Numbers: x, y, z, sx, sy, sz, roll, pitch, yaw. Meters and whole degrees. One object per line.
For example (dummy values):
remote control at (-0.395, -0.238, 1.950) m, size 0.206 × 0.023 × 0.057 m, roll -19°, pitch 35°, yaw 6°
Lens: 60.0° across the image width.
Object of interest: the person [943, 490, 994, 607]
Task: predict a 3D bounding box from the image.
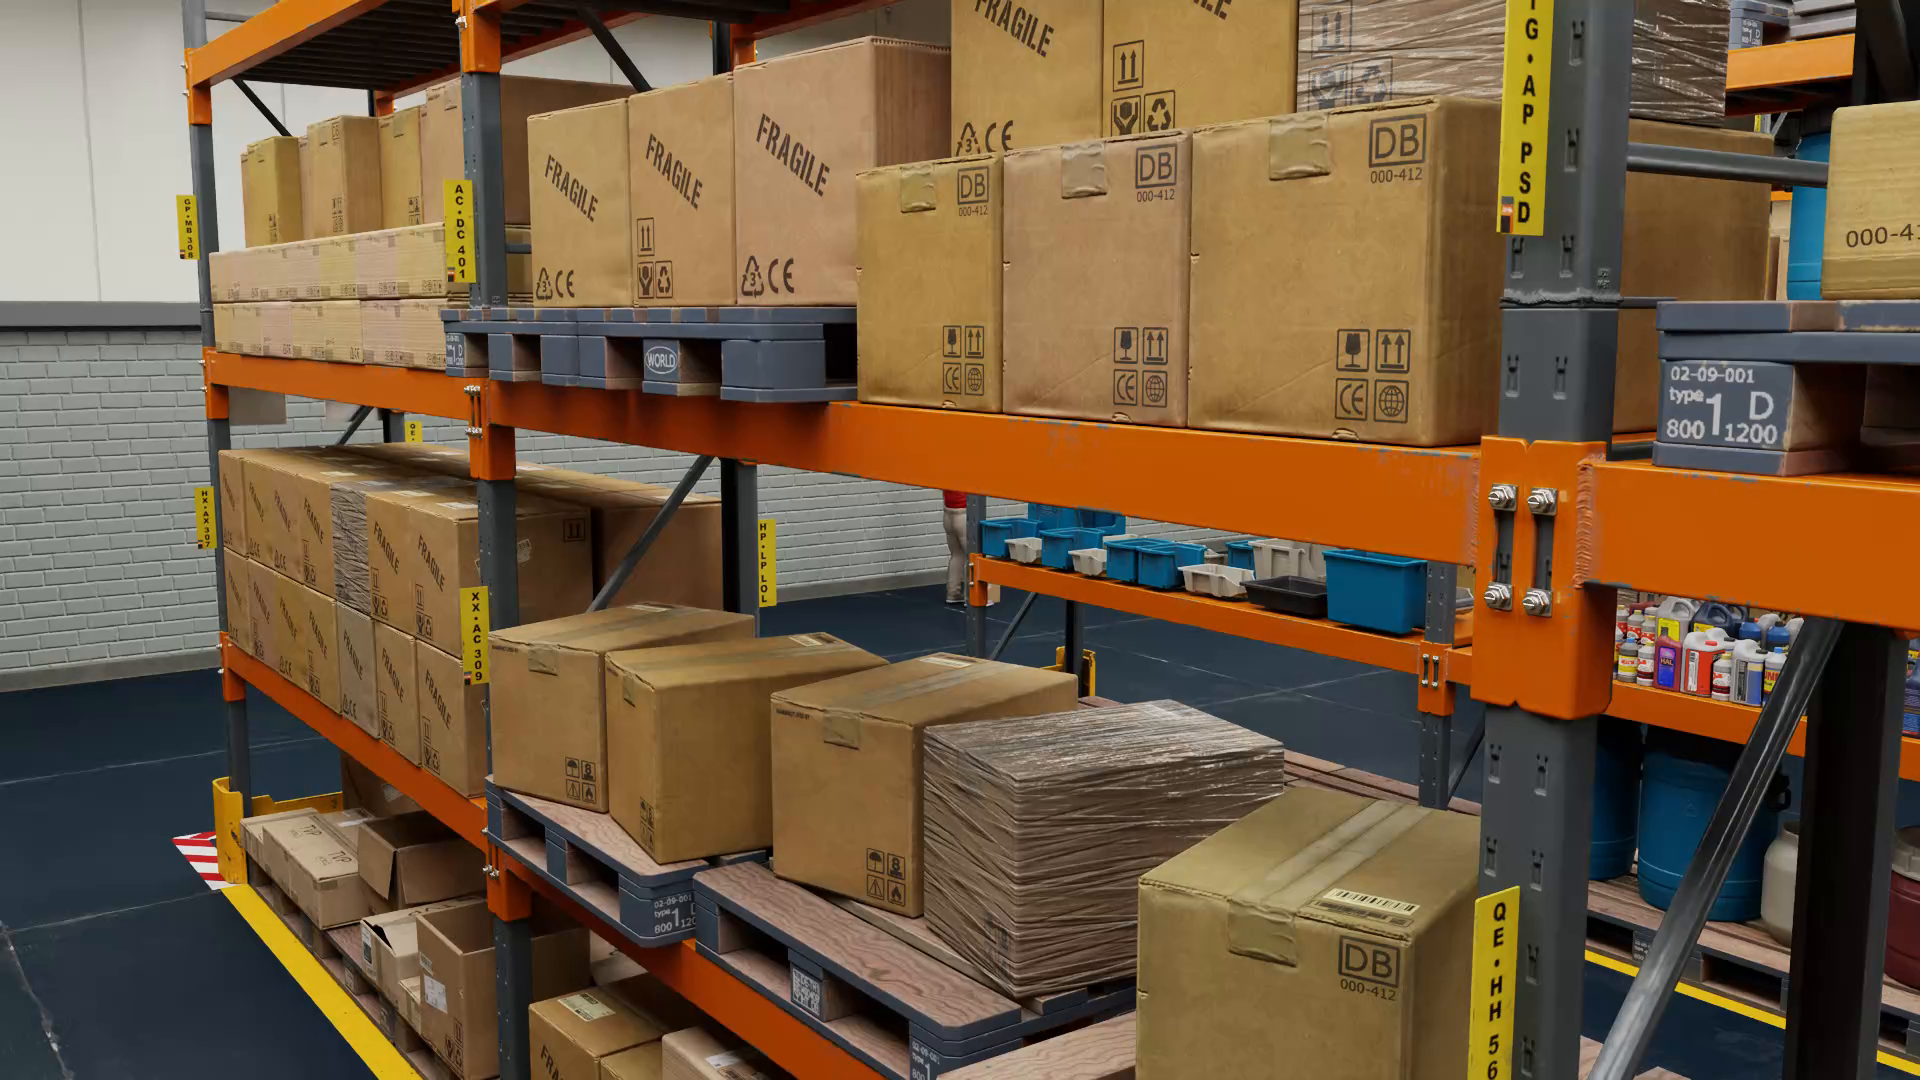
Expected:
person at (0.050, -0.187, 17.226) m, size 0.392 × 1.727 × 0.585 m, roll -6°, pitch 9°, yaw -35°
